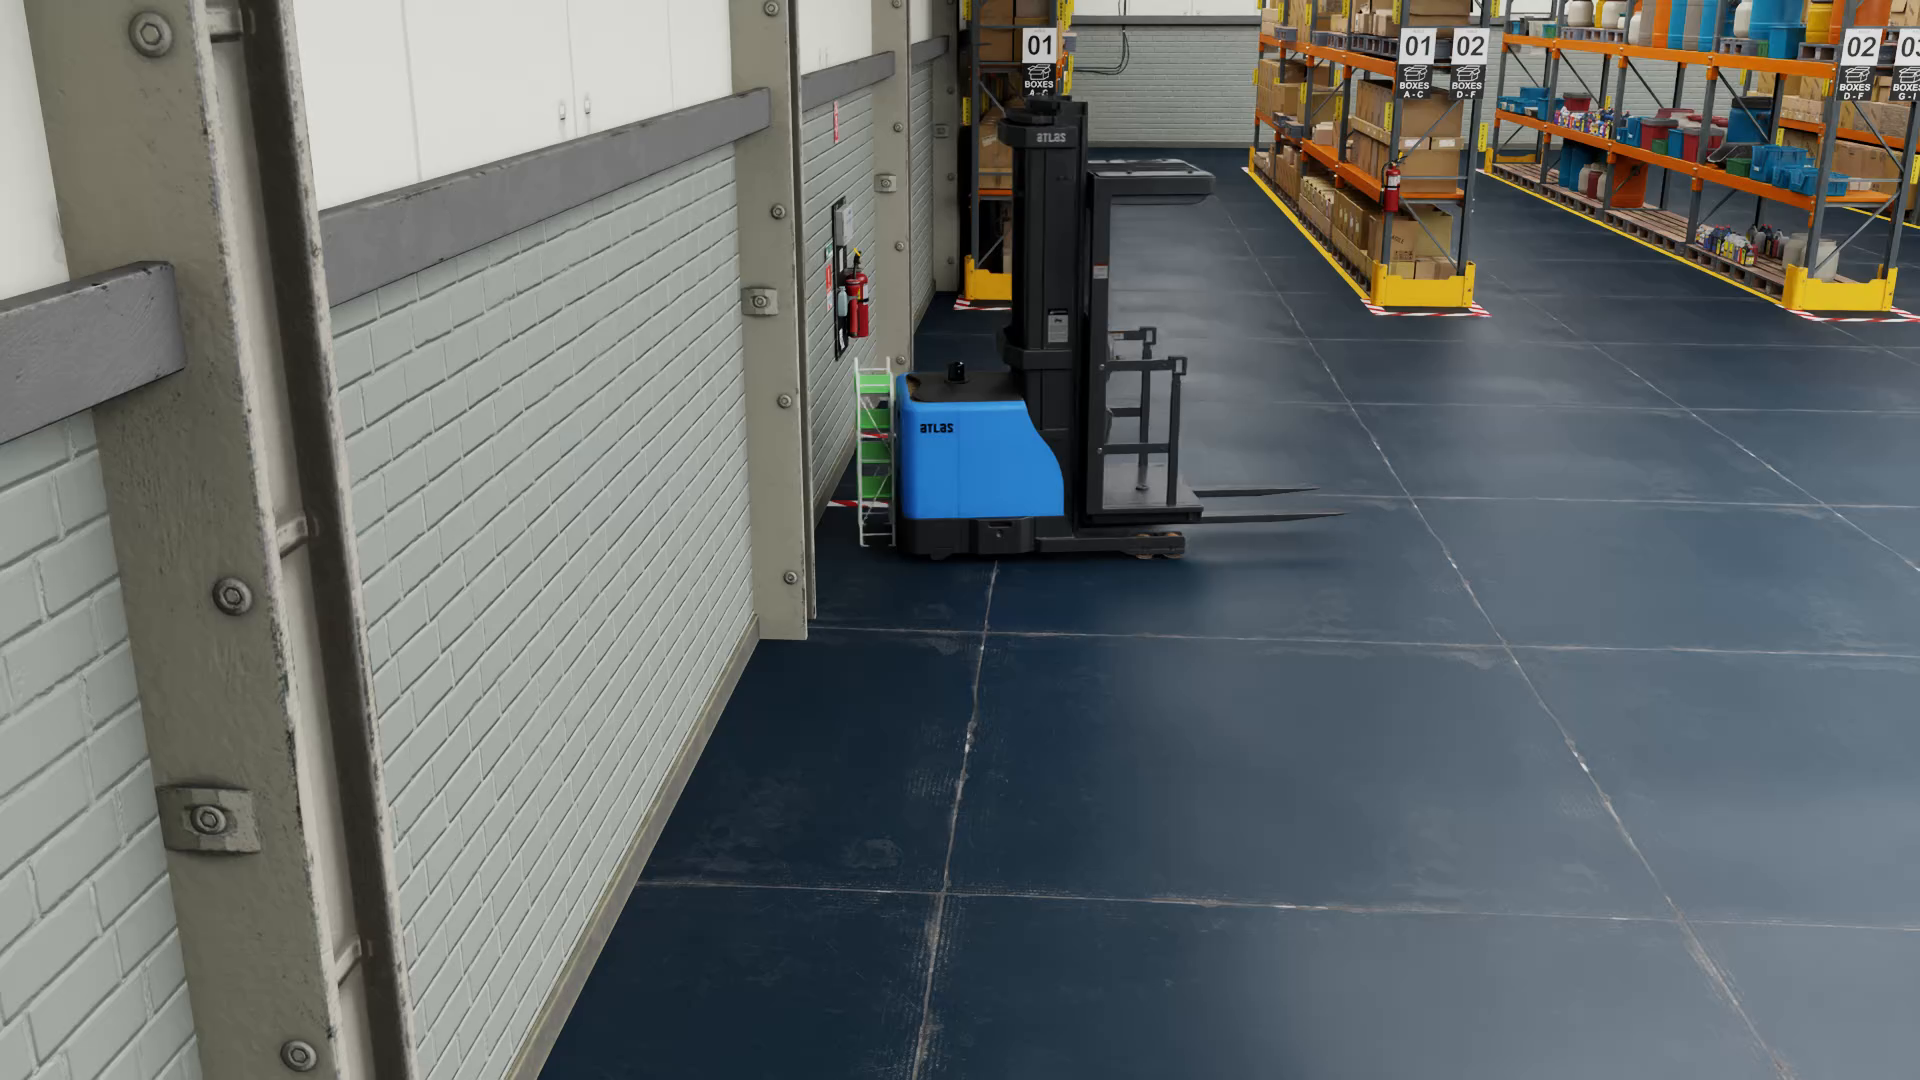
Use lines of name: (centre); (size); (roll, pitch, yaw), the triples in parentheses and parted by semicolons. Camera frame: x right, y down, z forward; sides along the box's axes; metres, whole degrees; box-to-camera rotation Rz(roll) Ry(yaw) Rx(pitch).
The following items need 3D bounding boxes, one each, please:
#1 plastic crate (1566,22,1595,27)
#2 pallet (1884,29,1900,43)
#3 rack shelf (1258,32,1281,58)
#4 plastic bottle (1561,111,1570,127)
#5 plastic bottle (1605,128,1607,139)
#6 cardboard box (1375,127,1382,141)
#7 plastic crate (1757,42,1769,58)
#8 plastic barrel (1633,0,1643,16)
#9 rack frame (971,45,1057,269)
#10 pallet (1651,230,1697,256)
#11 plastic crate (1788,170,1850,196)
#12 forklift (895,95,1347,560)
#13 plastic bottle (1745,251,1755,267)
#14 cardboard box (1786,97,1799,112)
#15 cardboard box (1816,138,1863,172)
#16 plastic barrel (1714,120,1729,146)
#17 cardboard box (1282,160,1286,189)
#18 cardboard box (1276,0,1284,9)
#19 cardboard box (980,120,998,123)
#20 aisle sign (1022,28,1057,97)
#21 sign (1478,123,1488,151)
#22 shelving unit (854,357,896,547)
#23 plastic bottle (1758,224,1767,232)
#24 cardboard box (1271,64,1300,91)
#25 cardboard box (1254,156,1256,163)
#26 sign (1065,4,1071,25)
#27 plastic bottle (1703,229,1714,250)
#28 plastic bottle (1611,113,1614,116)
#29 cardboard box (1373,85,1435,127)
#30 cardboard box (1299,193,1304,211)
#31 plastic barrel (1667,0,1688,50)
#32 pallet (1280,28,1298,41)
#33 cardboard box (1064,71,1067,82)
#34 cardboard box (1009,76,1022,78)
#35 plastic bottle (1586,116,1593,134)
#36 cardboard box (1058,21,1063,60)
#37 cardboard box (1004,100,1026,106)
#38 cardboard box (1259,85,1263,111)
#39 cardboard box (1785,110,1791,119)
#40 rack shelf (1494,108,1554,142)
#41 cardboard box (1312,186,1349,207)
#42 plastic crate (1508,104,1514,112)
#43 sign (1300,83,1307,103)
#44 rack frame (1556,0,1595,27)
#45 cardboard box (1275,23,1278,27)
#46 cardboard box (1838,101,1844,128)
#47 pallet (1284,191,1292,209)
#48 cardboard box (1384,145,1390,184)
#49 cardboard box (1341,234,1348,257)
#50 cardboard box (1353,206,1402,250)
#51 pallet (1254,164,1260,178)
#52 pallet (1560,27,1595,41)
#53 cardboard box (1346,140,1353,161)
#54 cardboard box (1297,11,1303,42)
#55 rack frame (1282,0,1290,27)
plastic crate: (11.743, -9.650, 31.448); (0.497, 0.269, 0.590); (1, 18, 4)
pallet: (16.104, -8.438, 27.844); (1.003, 0.211, 1.213); (2, 18, 6)
rack shelf: (6.583, -9.723, 32.618); (1.077, 0.370, 4.000); (1, 18, 4)
plastic bottle: (10.941, -7.599, 29.996); (0.152, 0.276, 0.135); (1, 18, 4)
plastic bottle: (10.724, -6.741, 27.496); (0.097, 0.201, 0.097); (0, 18, 0)
cardboard box: (5.508, -5.172, 21.189); (0.380, 0.149, 0.250); (2, 18, 5)
plastic crate: (10.422, -6.263, 21.242); (0.336, 0.188, 0.450); (1, 18, 4)
plastic barrel: (11.137, -8.670, 26.883); (0.600, 0.830, 0.708); (1, 18, 4)
rack frame: (0.639, -4.401, 20.037); (1.000, 3.000, 0.127); (1, 18, 4)
pallet: (10.824, -4.342, 24.335); (1.003, 0.211, 1.213); (1, 18, 4)
plastic crate: (10.258, -4.271, 19.880); (0.499, 0.251, 0.616); (1, 18, 4)
forklift: (1.088, -1.428, 11.075); (3.031, 2.935, 1.130); (-2, 18, -5)
plastic bottle: (10.215, -3.639, 21.500); (0.097, 0.201, 0.097); (0, 18, 0)
cardboard box: (16.162, -8.329, 31.787); (0.500, 0.250, 0.500); (2, 18, 5)
cardboard box: (16.295, -6.787, 30.056); (1.225, 0.875, 0.875); (1, 18, 4)
plastic barrel: (11.094, -5.779, 24.024); (0.433, 0.535, 0.433); (0, 18, 0)
cardboard box: (6.092, -6.574, 29.977); (0.500, 0.500, 0.500); (2, 18, 5)
cardboard box: (6.528, -10.585, 32.325); (0.700, 0.500, 0.500); (1, 18, 4)
cardboard box: (0.506, -5.003, 20.878); (0.500, 0.500, 0.500); (2, 18, 5)
aisle sign: (0.933, -5.607, 19.544); (0.394, 0.787, 0.004); (1, 18, 4)
sign: (6.133, -4.726, 19.513); (0.100, 0.325, 0.005); (1, 18, 4)
shelving unit: (-0.581, -0.605, 11.343); (0.258, 1.200, 0.503); (-2, 18, -5)
plastic bottle: (11.048, -4.166, 22.867); (0.144, 0.351, 0.185); (1, 18, 2)
cardboard box: (6.252, -8.863, 31.889); (0.500, 0.500, 0.500); (1, 18, 3)
cardboard box: (6.336, -7.924, 34.631); (0.380, 0.166, 0.250); (1, 18, 4)
sign: (1.753, -8.544, 27.033); (0.100, 0.325, 0.005); (1, 18, 4)
plastic bottle: (10.351, -4.147, 22.929); (0.152, 0.276, 0.135); (2, 18, 6)
plastic bottle: (11.612, -7.448, 29.536); (0.152, 0.276, 0.135); (1, 18, 4)
cardboard box: (5.733, -5.592, 21.429); (0.700, 0.500, 0.500); (1, 18, 4)
cardboard box: (5.823, -5.513, 27.172); (0.500, 0.250, 0.500); (1, 18, 4)
plastic barrel: (10.721, -7.655, 24.345); (0.600, 0.901, 0.708); (1, 18, 4)
pallet: (6.252, -8.832, 29.043); (1.213, 0.211, 1.003); (1, 18, 4)
cardboard box: (1.720, -8.532, 30.769); (0.500, 0.250, 0.500); (2, 18, 5)
cardboard box: (1.067, -7.907, 28.862); (0.500, 0.250, 0.500); (1, 18, 3)
plastic bottle: (10.779, -7.099, 28.459); (0.061, 0.283, 0.133); (1, 18, 4)
cardboard box: (0.986, -6.148, 20.358); (0.500, 0.500, 0.500); (2, 18, 8)
cardboard box: (1.059, -6.436, 25.380); (0.700, 0.500, 0.500); (4, 19, 11)
cardboard box: (6.400, -9.016, 33.961); (0.500, 0.500, 0.500); (1, 18, 3)
cardboard box: (16.107, -8.178, 31.967); (0.380, 0.149, 0.250); (1, 18, 3)
rack shelf: (11.524, -8.186, 32.744); (1.077, 0.370, 4.000); (1, 18, 4)
cardboard box: (5.718, -5.298, 25.616); (0.500, 0.311, 0.500); (1, 18, 3)
plastic crate: (11.167, -8.675, 33.406); (0.250, 0.136, 0.298); (1, 18, 4)
sign: (5.611, -7.298, 27.146); (0.100, 0.325, 0.005); (1, 18, 4)
rack frame: (11.380, -10.758, 29.802); (1.000, 3.000, 0.127); (1, 18, 4)
cardboard box: (6.256, -9.685, 31.586); (0.500, 0.250, 0.500); (1, 18, 4)
cardboard box: (16.038, -7.707, 29.964); (0.500, 0.500, 0.500); (1, 18, 4)
pallet: (6.335, -6.060, 29.578); (1.003, 0.211, 1.213); (1, 18, 4)
cardboard box: (5.659, -4.647, 20.627); (0.700, 0.500, 0.500); (2, 18, 5)
cardboard box: (5.449, -3.979, 22.491); (0.500, 0.250, 0.500); (1, 18, 4)
cardboard box: (5.378, -4.025, 21.427); (0.500, 0.500, 0.500); (1, 18, 4)
pallet: (6.665, -7.664, 34.475); (1.003, 0.211, 1.213); (1, 18, 4)
pallet: (11.422, -8.997, 29.549); (1.213, 0.211, 1.003); (1, 18, 4)
cardboard box: (5.858, -5.617, 23.988); (0.500, 0.250, 0.500); (2, 18, 7)
cardboard box: (6.225, -8.705, 28.195); (0.910, 0.500, 0.500); (1, 18, 4)
rack frame: (6.440, -10.869, 30.143); (1.000, 3.000, 0.127); (1, 18, 4)
